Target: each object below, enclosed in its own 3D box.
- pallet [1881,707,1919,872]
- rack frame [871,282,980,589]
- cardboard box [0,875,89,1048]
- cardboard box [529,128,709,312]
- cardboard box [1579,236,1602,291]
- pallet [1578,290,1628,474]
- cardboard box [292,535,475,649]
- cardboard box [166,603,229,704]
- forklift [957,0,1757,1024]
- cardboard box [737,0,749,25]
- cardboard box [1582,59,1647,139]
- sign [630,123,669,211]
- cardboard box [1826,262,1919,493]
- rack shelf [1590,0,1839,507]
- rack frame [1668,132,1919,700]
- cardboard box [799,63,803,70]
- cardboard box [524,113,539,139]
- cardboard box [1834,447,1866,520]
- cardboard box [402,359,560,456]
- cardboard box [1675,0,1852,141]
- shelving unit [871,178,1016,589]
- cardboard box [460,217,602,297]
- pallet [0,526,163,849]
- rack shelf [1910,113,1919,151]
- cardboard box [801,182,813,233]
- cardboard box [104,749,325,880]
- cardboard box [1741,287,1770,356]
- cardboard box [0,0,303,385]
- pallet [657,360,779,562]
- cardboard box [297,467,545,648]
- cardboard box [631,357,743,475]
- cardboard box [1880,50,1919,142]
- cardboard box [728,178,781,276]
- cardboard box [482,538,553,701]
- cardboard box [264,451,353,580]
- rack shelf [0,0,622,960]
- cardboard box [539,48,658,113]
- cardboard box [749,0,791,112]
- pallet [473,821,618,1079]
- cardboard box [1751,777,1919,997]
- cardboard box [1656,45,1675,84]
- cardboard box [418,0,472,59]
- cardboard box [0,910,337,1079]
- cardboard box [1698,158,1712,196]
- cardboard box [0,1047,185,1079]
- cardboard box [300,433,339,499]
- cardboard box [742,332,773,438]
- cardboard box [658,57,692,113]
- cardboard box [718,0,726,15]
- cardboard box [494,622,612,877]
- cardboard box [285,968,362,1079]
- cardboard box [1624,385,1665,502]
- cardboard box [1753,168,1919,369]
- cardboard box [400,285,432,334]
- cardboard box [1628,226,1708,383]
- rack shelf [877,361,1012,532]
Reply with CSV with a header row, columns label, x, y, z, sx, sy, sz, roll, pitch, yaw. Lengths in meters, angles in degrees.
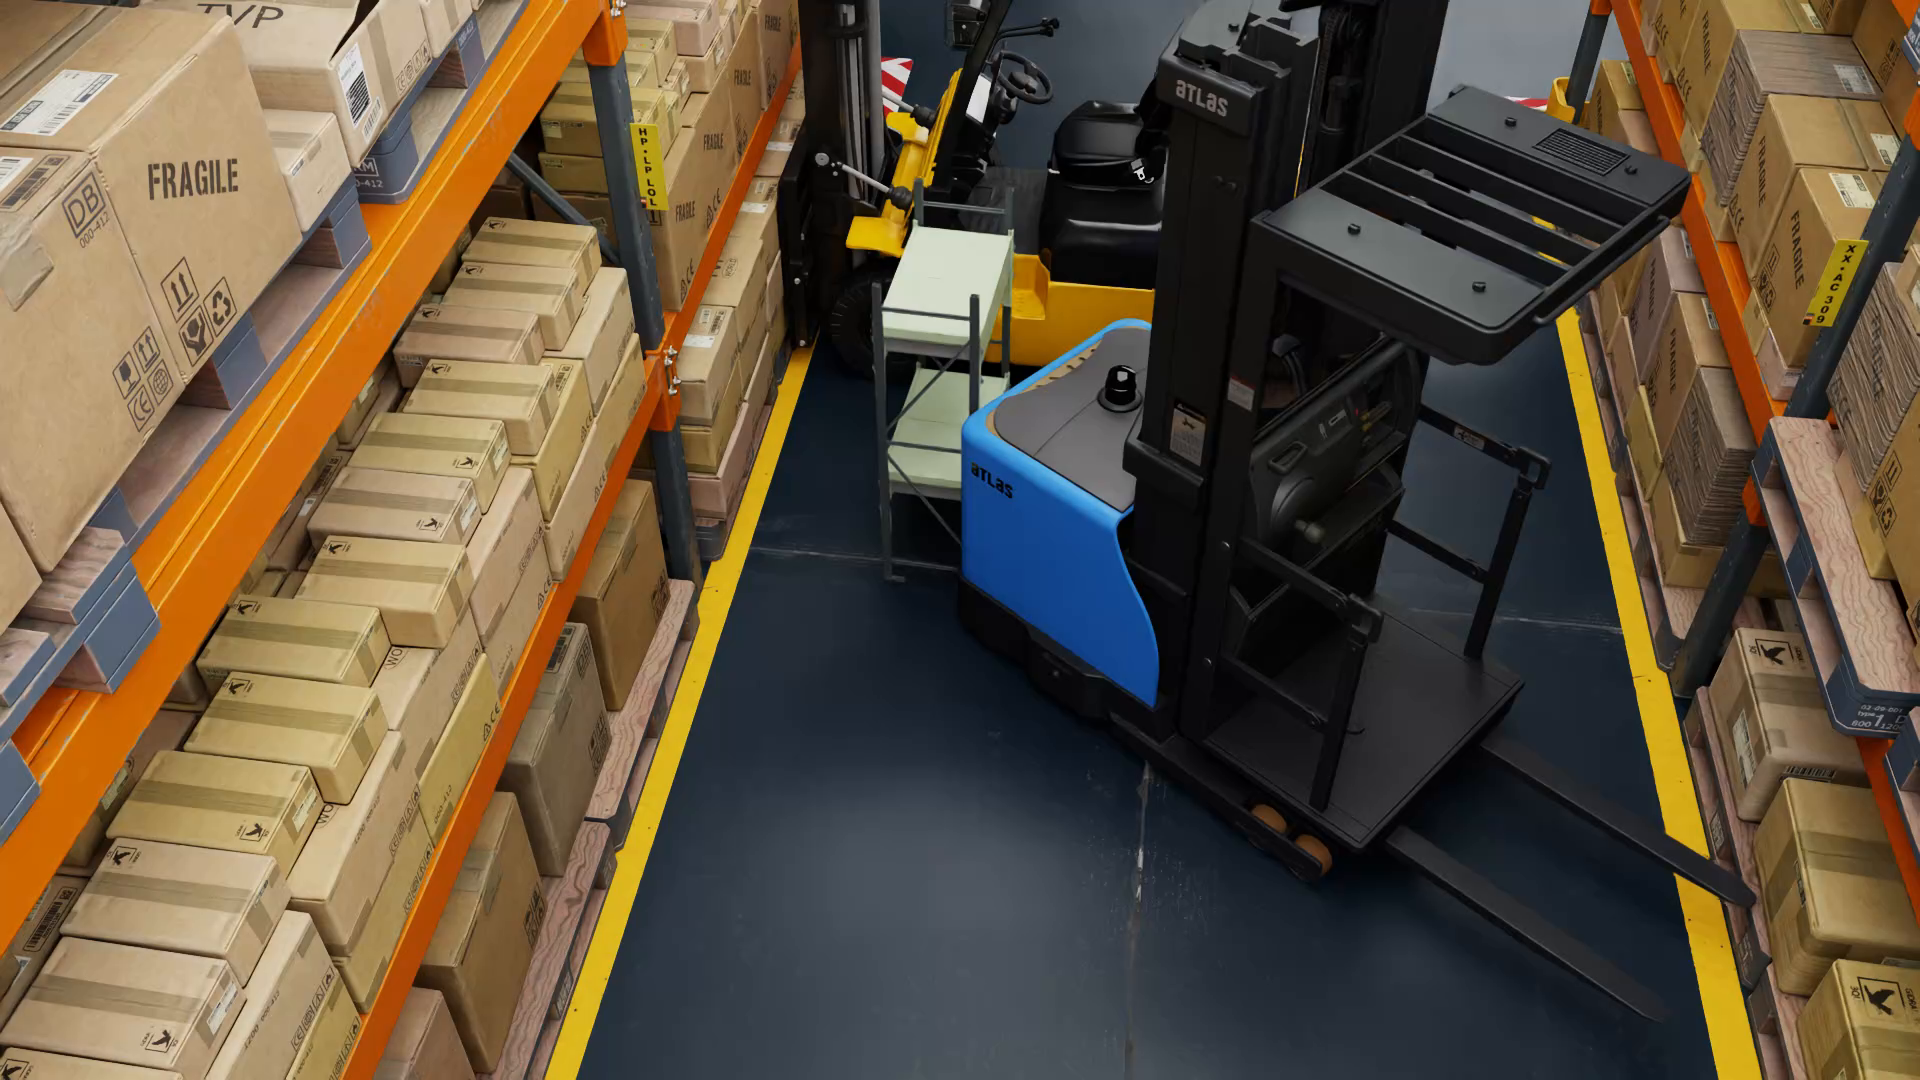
label,x,y,z,sx,sy,sz,roll,pitch,yaw
pallet,3.024,0.984,4.169,1.003,0.211,1.213,5,44,6
rack frame,-0.125,-0.361,6.540,0.400,1.500,0.023,8,44,8
cardboard box,-2.268,1.011,3.746,0.500,0.250,0.500,6,44,6
cardboard box,-1.272,-1.223,6.287,0.500,0.500,0.500,4,44,4
cardboard box,3.404,-1.467,8.312,0.500,0.250,0.500,7,44,7
pallet,3.544,-0.741,7.879,1.003,0.211,1.213,5,44,6
cardboard box,-1.512,0.135,4.381,0.380,0.149,0.250,4,44,4
cardboard box,-2.092,0.259,4.251,0.380,0.149,0.250,6,44,7
forklift,1.394,-0.252,5.384,3.031,2.935,1.130,34,53,31
cardboard box,-1.089,-2.242,6.892,0.380,0.149,0.250,4,44,4
cardboard box,3.477,-2.070,8.404,0.500,0.500,0.500,4,44,4
sign,-1.050,-1.257,5.611,0.100,0.325,0.005,5,44,6
cardboard box,2.985,-0.462,4.962,0.500,0.500,0.500,6,44,7
rack shelf,3.596,-1.561,7.240,1.077,0.370,4.000,5,44,6
rack frame,3.331,-0.459,5.553,1.000,3.000,0.127,5,44,6
cardboard box,-0.874,-2.460,8.634,0.500,0.250,0.500,6,44,6
cardboard box,-1.803,-1.596,6.209,0.380,0.149,0.250,4,44,4
cardboard box,2.945,-0.172,5.127,0.380,0.149,0.250,6,44,6
cardboard box,-1.418,-0.396,4.942,0.380,0.149,0.250,4,44,4
cardboard box,3.332,-1.984,6.874,0.500,0.500,0.500,4,44,5
shelving unit,-0.055,-0.607,6.801,0.431,1.500,0.755,8,44,8
cardboard box,-1.414,-0.926,5.502,0.380,0.149,0.250,7,44,7
pallet,-2.117,0.327,2.678,1.213,0.211,1.003,7,44,7
rack shelf,3.067,0.076,3.329,1.077,0.370,4.000,5,44,6
cardboard box,-1.009,-1.574,8.061,0.500,0.250,0.500,5,44,5
cardboard box,-1.716,0.643,3.844,0.380,0.149,0.250,6,44,6
cardboard box,3.098,-0.785,6.080,0.380,0.149,0.250,6,44,6
cardboard box,-1.646,-0.661,3.134,0.500,0.500,0.500,6,44,7
pallet,-1.443,-0.433,7.554,1.003,0.211,1.213,5,44,6
cardboard box,-1.535,0.022,4.790,0.500,0.250,0.500,6,44,6
cardboard box,-1.219,-0.545,6.974,0.500,0.250,0.500,5,44,5
cardboard box,3.694,-1.593,5.734,0.700,0.500,0.500,5,44,6
cardboard box,-1.082,-1.413,7.528,0.500,0.250,0.500,7,44,7
cardboard box,-1.554,0.193,4.974,0.500,0.250,0.500,5,44,6
cardboard box,-2.066,-0.022,4.837,0.500,0.250,0.500,4,44,5
rack shelf,-1.854,-0.372,3.803,1.077,0.370,4.000,5,44,6
cardboard box,-1.326,-1.666,6.067,0.380,0.149,0.250,6,44,6
cardboard box,-1.066,-2.265,7.388,0.500,0.500,0.500,6,44,6
pallet,-1.807,1.444,5.571,1.003,0.211,1.213,5,44,6
cardboard box,3.173,1.191,5.417,0.950,0.372,0.625,8,44,8
cardboard box,3.395,-2.186,7.560,0.380,0.149,0.250,6,44,7
cardboard box,-1.434,-1.317,4.082,0.380,0.149,0.250,5,44,5
cardboard box,-1.750,1.070,3.684,0.500,0.250,0.500,7,44,7
cardboard box,3.266,-1.479,6.813,0.380,0.149,0.250,5,44,5
cardboard box,-1.750,1.174,3.284,0.380,0.149,0.250,6,44,6
cardboard box,-2.041,-0.268,4.807,0.380,0.149,0.250,5,44,5
cardboard box,-1.145,-0.709,7.511,0.500,0.250,0.500,4,44,5
cardboard box,-1.247,-1.729,6.350,0.380,0.149,0.250,5,44,5
cardboard box,-1.140,-2.184,6.614,0.380,0.149,0.250,5,44,5
cardboard box,-1.757,0.687,5.764,0.875,0.625,0.625,5,44,5
cardboard box,-1.746,1.251,3.857,0.500,0.250,0.500,4,44,5
cardboard box,3.203,-0.404,7.190,0.500,0.250,0.500,4,44,4
cardboard box,3.143,-0.929,5.760,0.500,0.500,0.500,4,44,4
cardboard box,-1.936,-0.781,5.349,0.380,0.149,0.250,4,44,4
cardboard box,3.275,-1.007,7.281,0.500,0.500,0.500,7,44,8
rack shelf,-0.055,-0.371,7.025,0.431,0.370,0.720,8,44,8
